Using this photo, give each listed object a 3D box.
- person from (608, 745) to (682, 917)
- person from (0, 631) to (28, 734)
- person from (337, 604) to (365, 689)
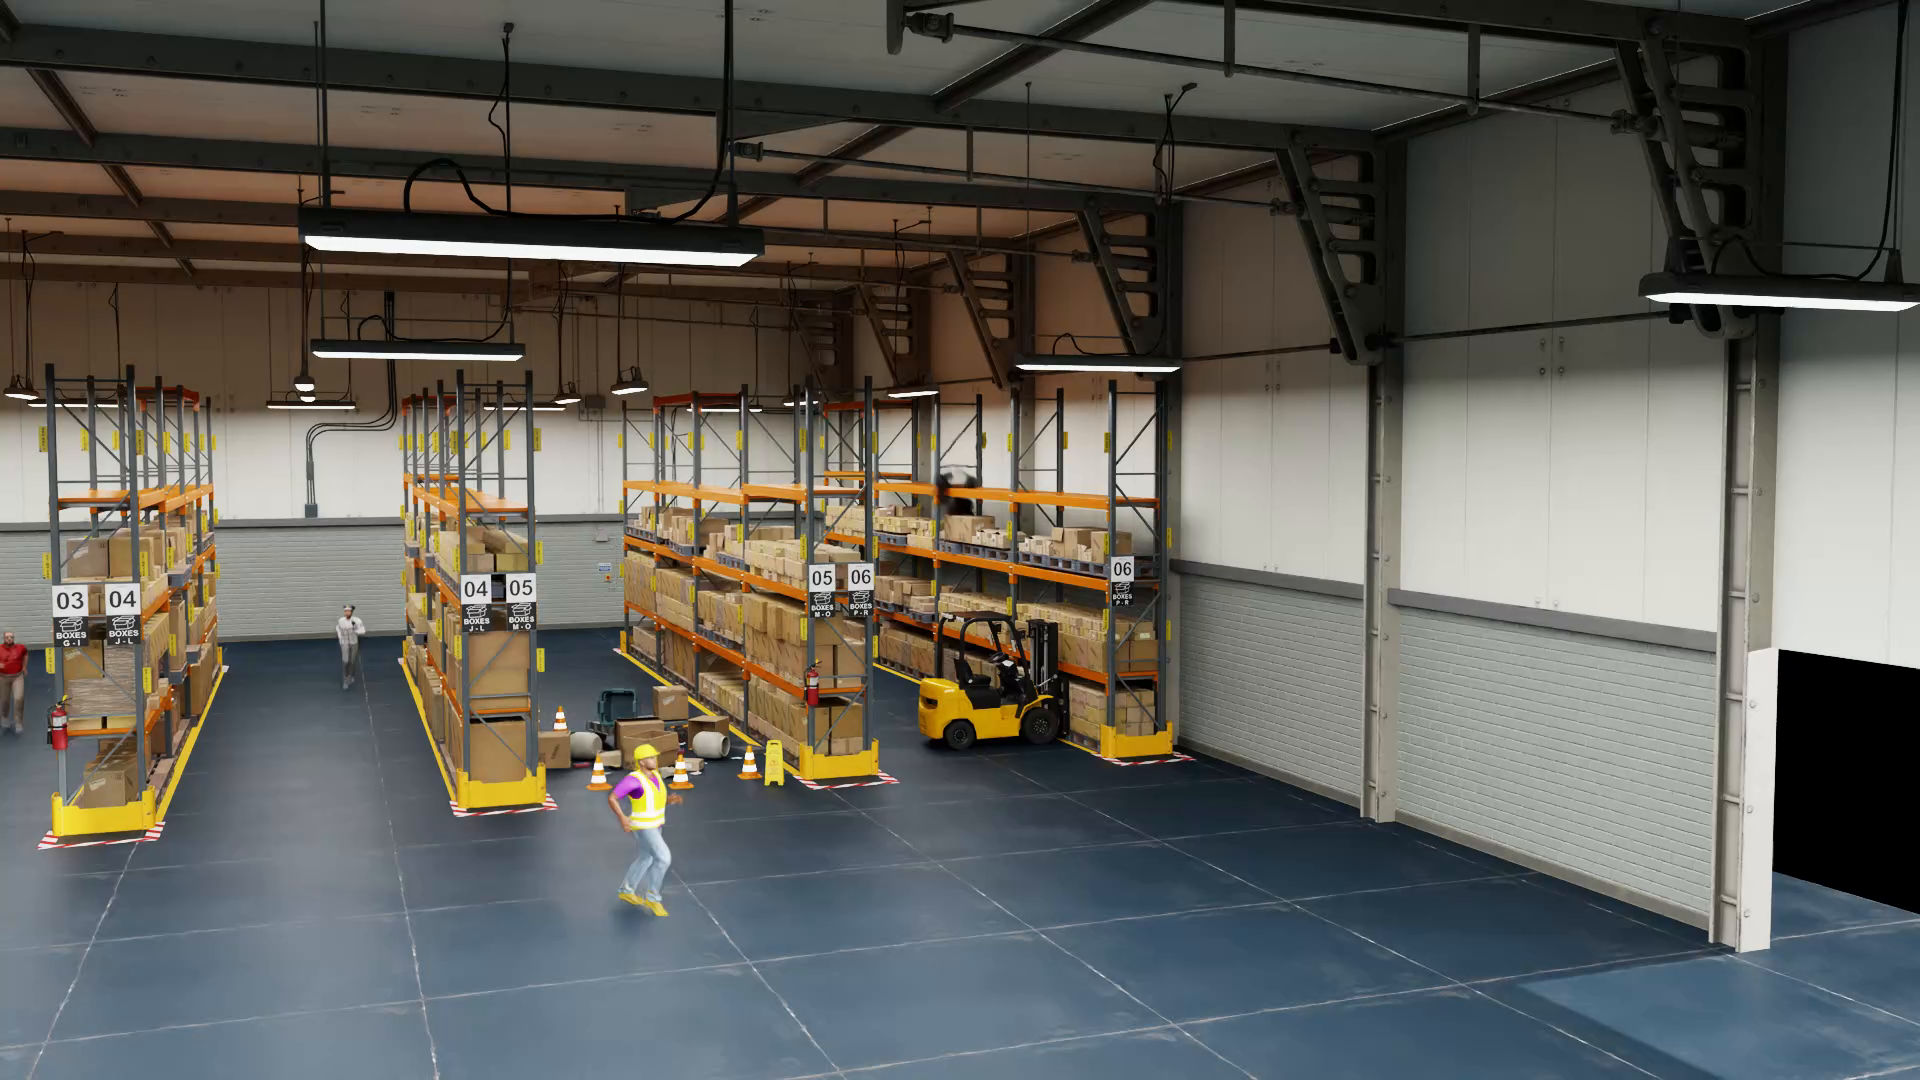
[{"bbox_3d":[-3.322,3.087,17.707,0.757,1.824,0.670,1,3,14],"label":"person"},{"bbox_3d":[-16.514,2.444,28.893,0.621,1.751,0.937,-2,4,-33],"label":"person"},{"bbox_3d":[-12.479,2.180,34.082,0.580,1.761,0.749,-1,3,-16],"label":"person"}]
